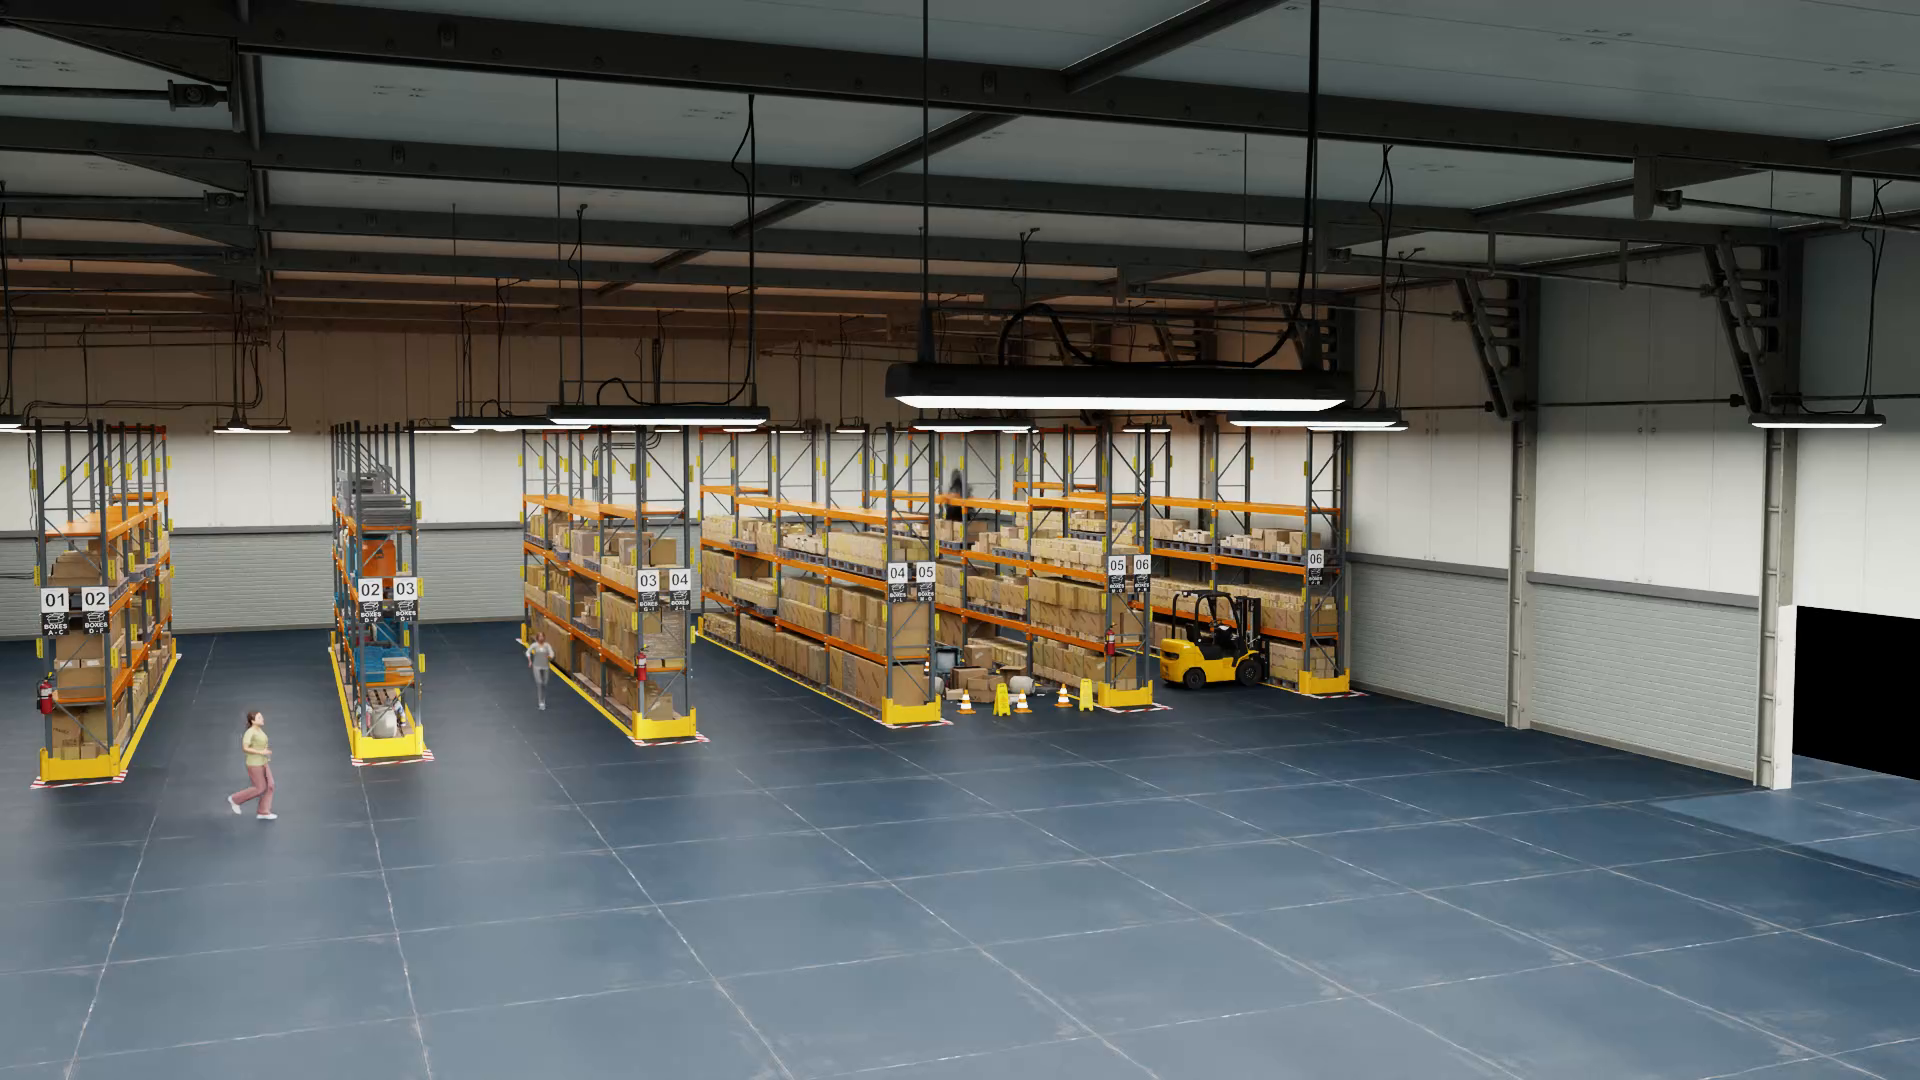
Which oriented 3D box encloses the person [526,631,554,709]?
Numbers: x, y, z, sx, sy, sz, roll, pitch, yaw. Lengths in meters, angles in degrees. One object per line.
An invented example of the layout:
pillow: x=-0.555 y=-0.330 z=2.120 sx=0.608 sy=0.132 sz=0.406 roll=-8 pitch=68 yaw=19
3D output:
person: x=-8.817 y=2.715 z=34.990 sx=0.531 sy=1.594 sz=0.883 roll=-2 pitch=4 yaw=-27

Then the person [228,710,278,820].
person: x=-10.540 y=3.351 z=24.804 sx=0.701 sy=1.634 sz=0.583 roll=0 pitch=4 yaw=-1
